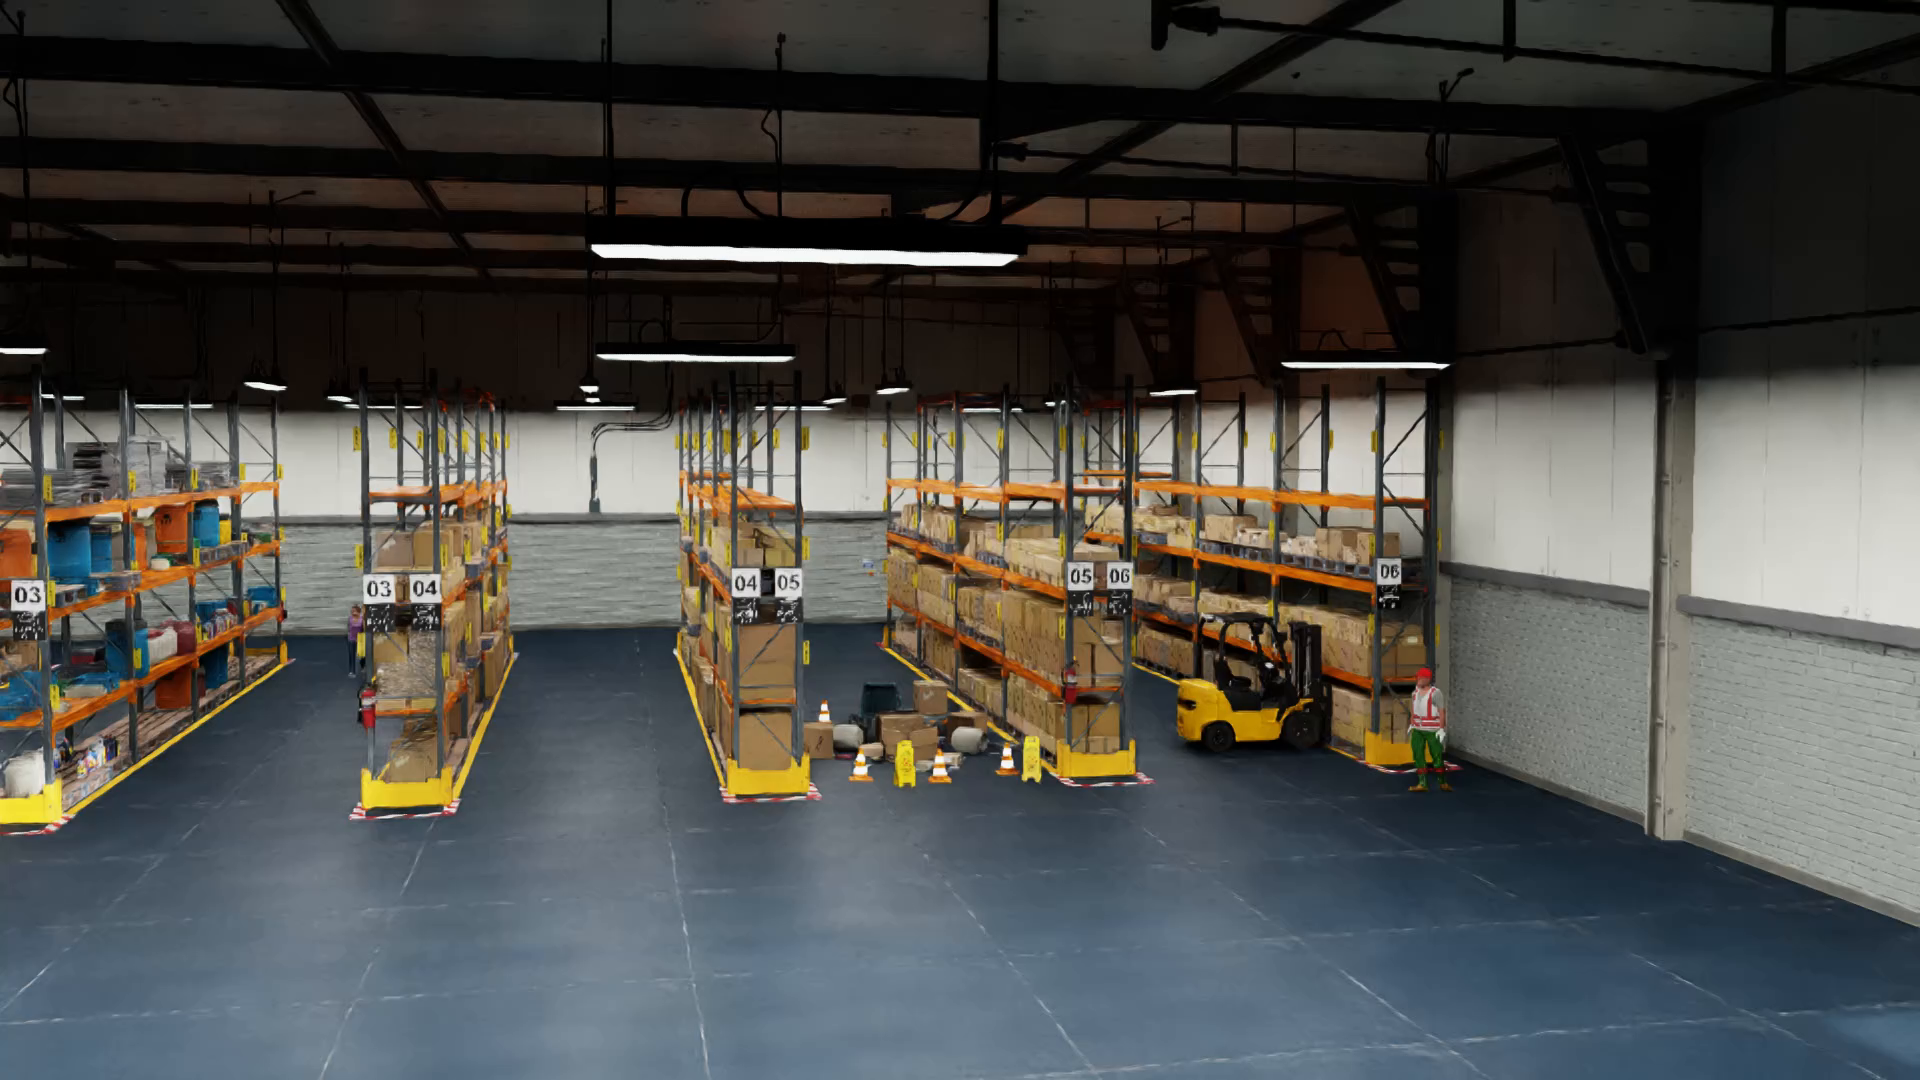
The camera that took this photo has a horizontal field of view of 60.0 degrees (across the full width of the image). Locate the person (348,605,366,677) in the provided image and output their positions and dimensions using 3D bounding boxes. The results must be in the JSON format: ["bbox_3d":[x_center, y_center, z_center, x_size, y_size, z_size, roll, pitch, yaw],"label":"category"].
[{"bbox_3d":[-12.816,2.126,35.403,0.417,1.525,1.034,-1,3,-13],"label":"person"}]

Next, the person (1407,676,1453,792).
[{"bbox_3d":[6.709,2.728,23.803,0.544,1.736,0.645,-3,4,-40],"label":"person"}]
